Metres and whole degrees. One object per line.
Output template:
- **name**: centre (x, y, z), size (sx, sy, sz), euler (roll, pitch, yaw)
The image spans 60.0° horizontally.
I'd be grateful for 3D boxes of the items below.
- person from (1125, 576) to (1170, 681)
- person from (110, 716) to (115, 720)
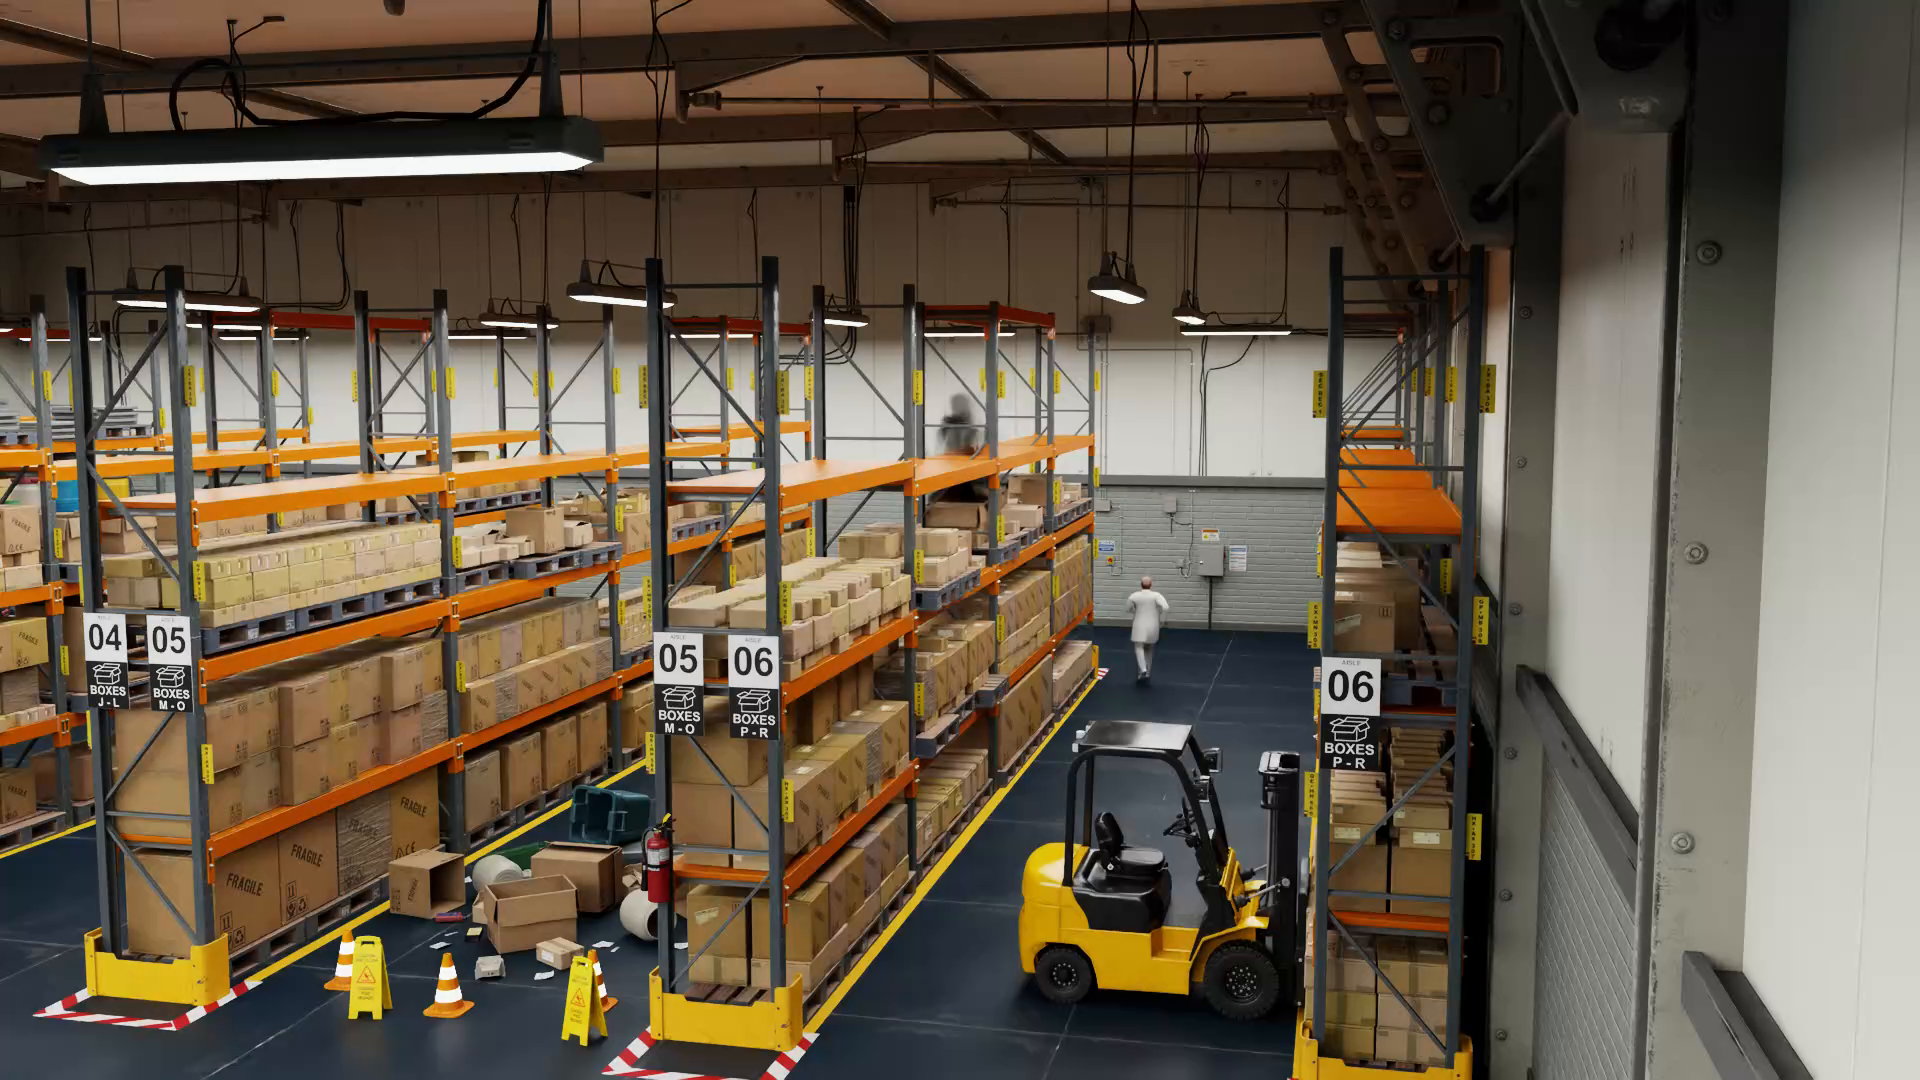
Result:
- **person**: centre (3.104, 1.470, 27.703), size (0.712, 1.760, 1.014), euler (0, 6, 2)
- **person**: centre (-11.654, 2.006, 23.077), size (0.599, 1.651, 0.560), euler (0, 6, 3)
